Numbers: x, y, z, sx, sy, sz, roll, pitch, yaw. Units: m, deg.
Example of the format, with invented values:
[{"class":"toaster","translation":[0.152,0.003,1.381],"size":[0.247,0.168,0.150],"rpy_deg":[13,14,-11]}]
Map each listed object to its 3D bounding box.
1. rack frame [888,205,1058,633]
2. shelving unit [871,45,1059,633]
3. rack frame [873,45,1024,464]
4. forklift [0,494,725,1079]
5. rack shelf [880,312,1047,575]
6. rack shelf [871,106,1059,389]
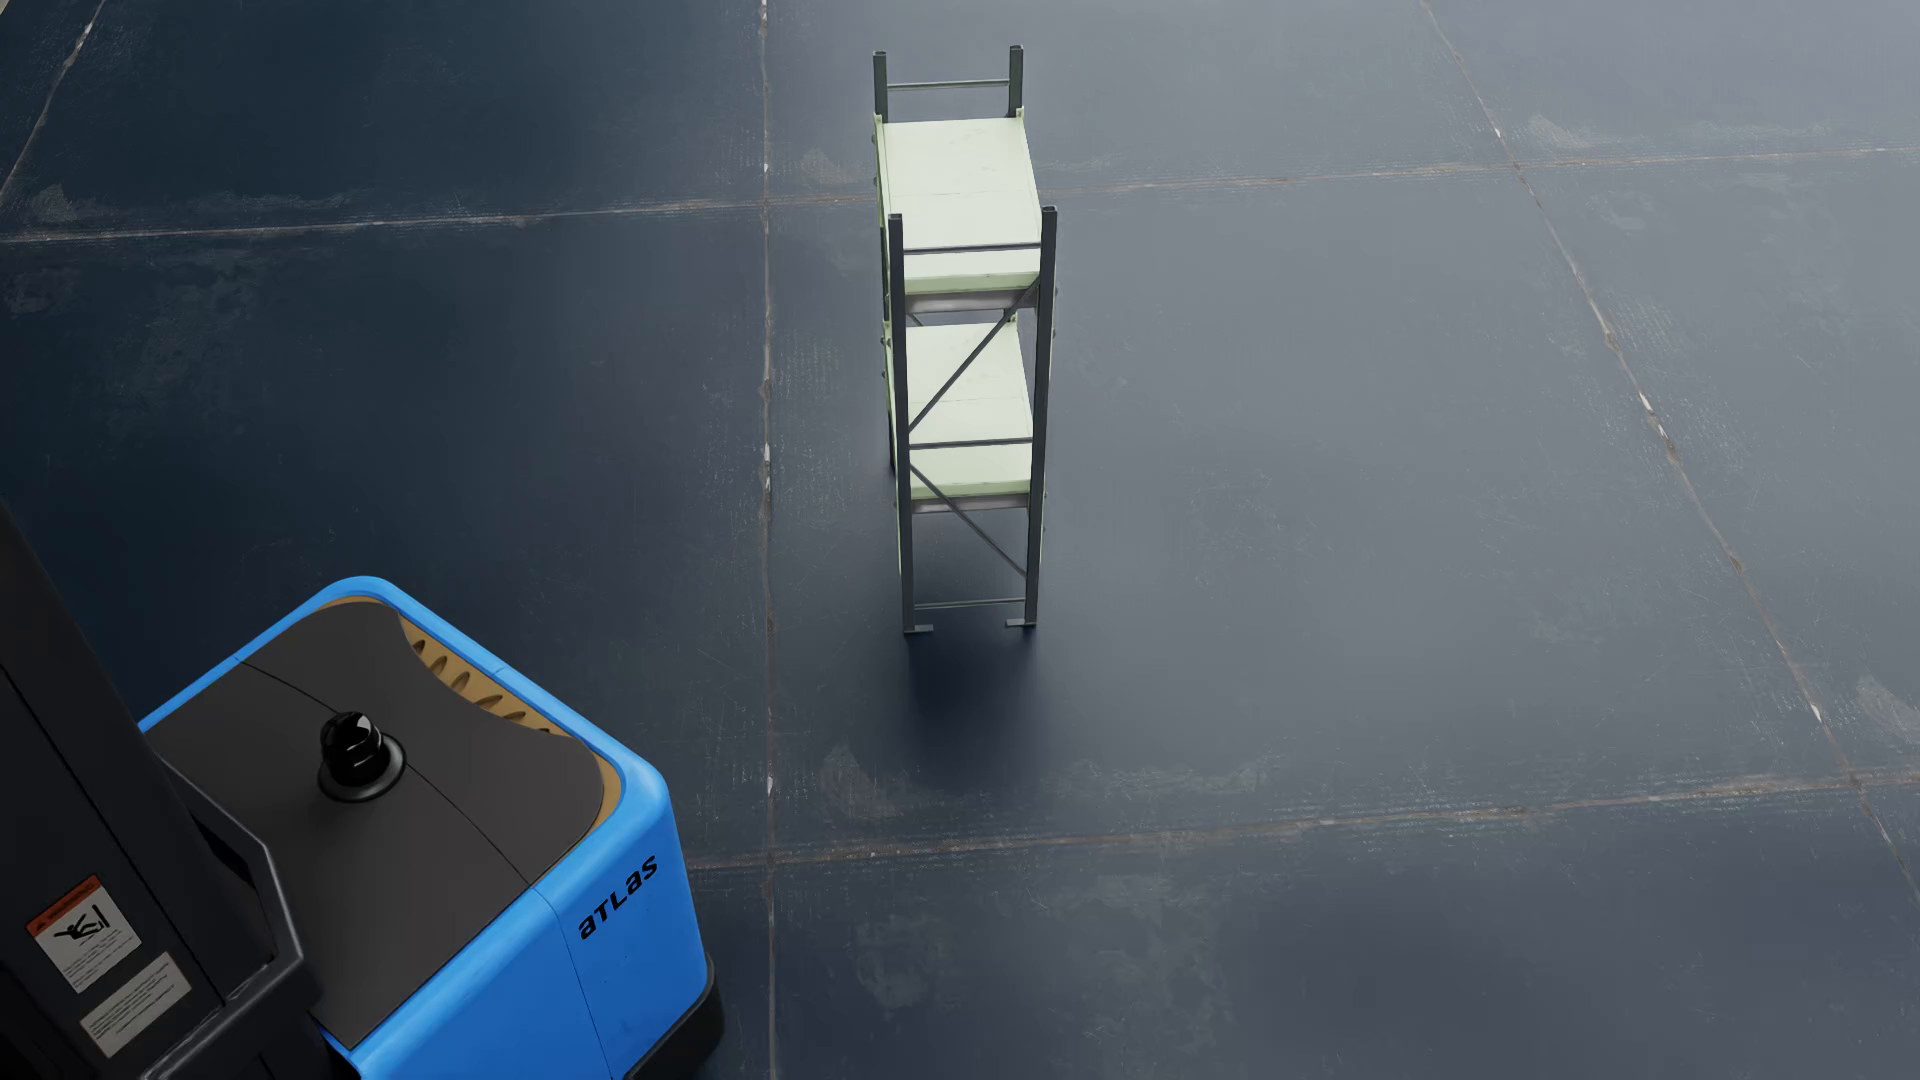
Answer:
[{"class":"rack frame","translation":[0.030,-0.256,4.459],"size":[0.400,1.500,0.023],"rpy_deg":[-3,47,-3]},{"class":"shelving unit","translation":[-0.001,-0.521,4.710],"size":[0.431,1.500,0.755],"rpy_deg":[-3,47,-3]},{"class":"rack frame","translation":[-0.031,-0.785,4.961],"size":[0.400,1.500,0.023],"rpy_deg":[-3,47,-3]},{"class":"forklift","translation":[-1.867,0.847,2.430],"size":[1.130,2.935,3.031],"rpy_deg":[29,53,25]},{"class":"rack shelf","translation":[-0.001,-0.296,4.947],"size":[0.431,0.370,0.720],"rpy_deg":[-3,47,-3]},{"class":"rack shelf","translation":[-0.001,-0.789,4.427],"size":[0.431,0.370,0.720],"rpy_deg":[-3,47,-3]}]
